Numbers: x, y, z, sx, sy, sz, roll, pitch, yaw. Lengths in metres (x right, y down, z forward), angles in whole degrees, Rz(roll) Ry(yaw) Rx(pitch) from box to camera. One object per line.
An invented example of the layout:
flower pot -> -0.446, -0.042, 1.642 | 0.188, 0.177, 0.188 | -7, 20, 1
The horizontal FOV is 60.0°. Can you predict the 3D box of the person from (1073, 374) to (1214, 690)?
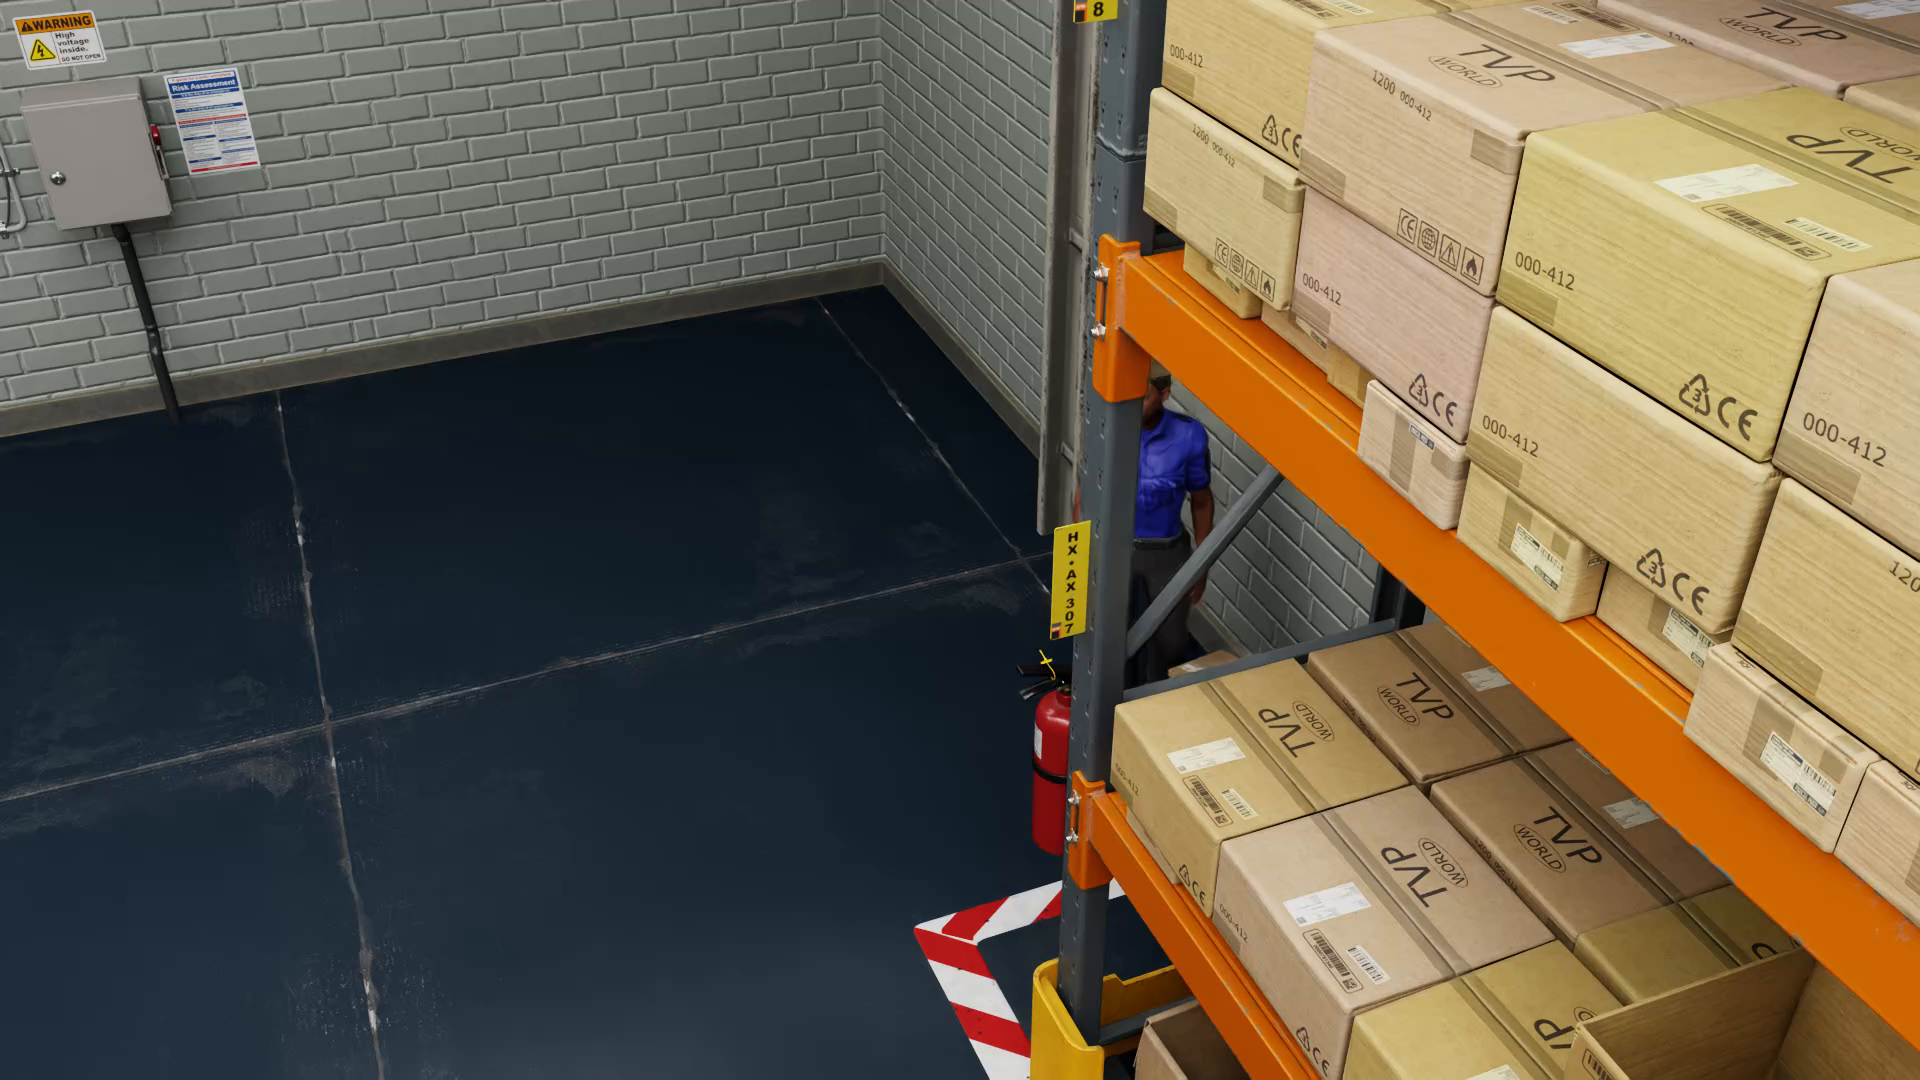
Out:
person -> 0.680, 0.047, 6.073 | 0.543, 1.657, 0.494 | 5, 34, 8
